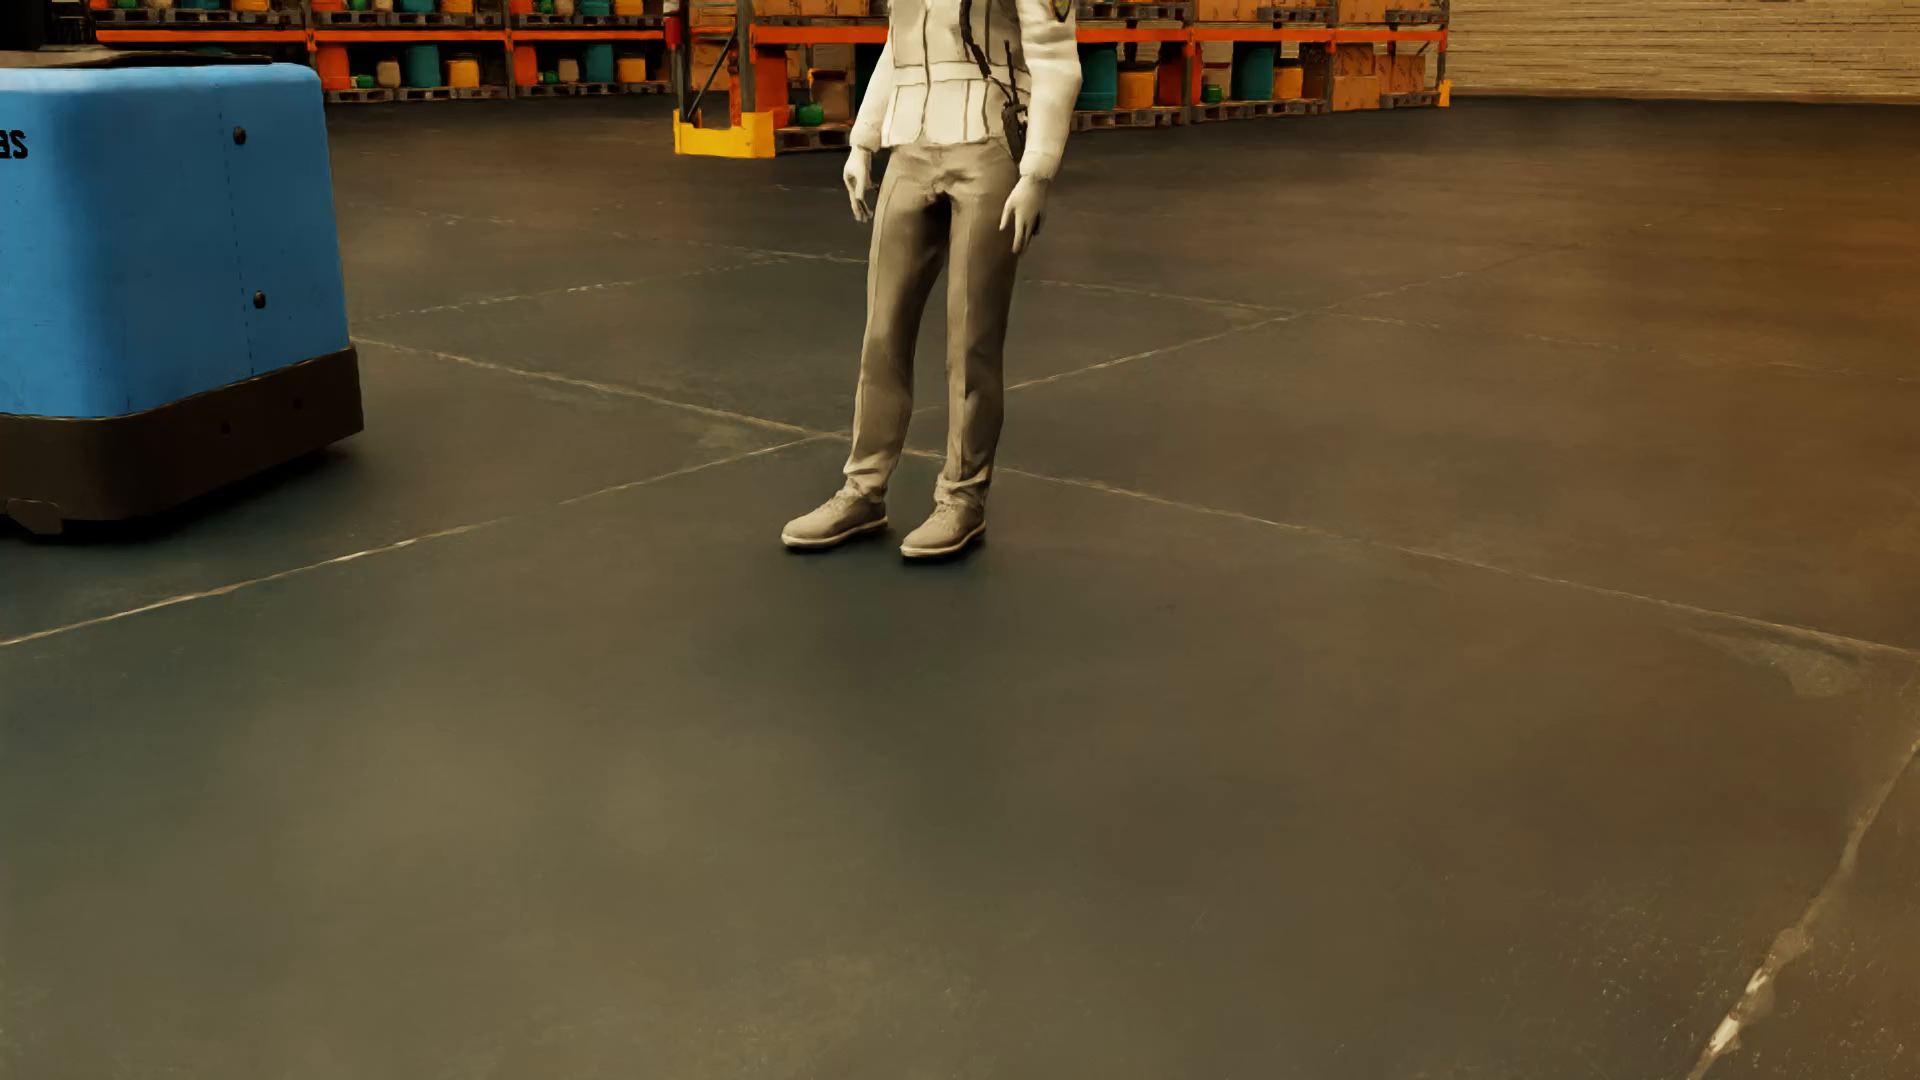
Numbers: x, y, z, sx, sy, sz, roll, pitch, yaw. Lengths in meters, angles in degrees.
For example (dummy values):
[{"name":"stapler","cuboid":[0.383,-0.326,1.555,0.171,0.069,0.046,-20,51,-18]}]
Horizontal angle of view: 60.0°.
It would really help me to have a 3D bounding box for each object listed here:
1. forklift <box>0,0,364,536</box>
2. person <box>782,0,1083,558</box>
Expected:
[{"name":"forklift","cuboid":[-3.267,-1.615,4.215,3.031,2.935,1.130,4,17,12]},{"name":"person","cuboid":[-0.048,-0.804,3.648,0.586,1.695,0.532,13,21,37]}]
